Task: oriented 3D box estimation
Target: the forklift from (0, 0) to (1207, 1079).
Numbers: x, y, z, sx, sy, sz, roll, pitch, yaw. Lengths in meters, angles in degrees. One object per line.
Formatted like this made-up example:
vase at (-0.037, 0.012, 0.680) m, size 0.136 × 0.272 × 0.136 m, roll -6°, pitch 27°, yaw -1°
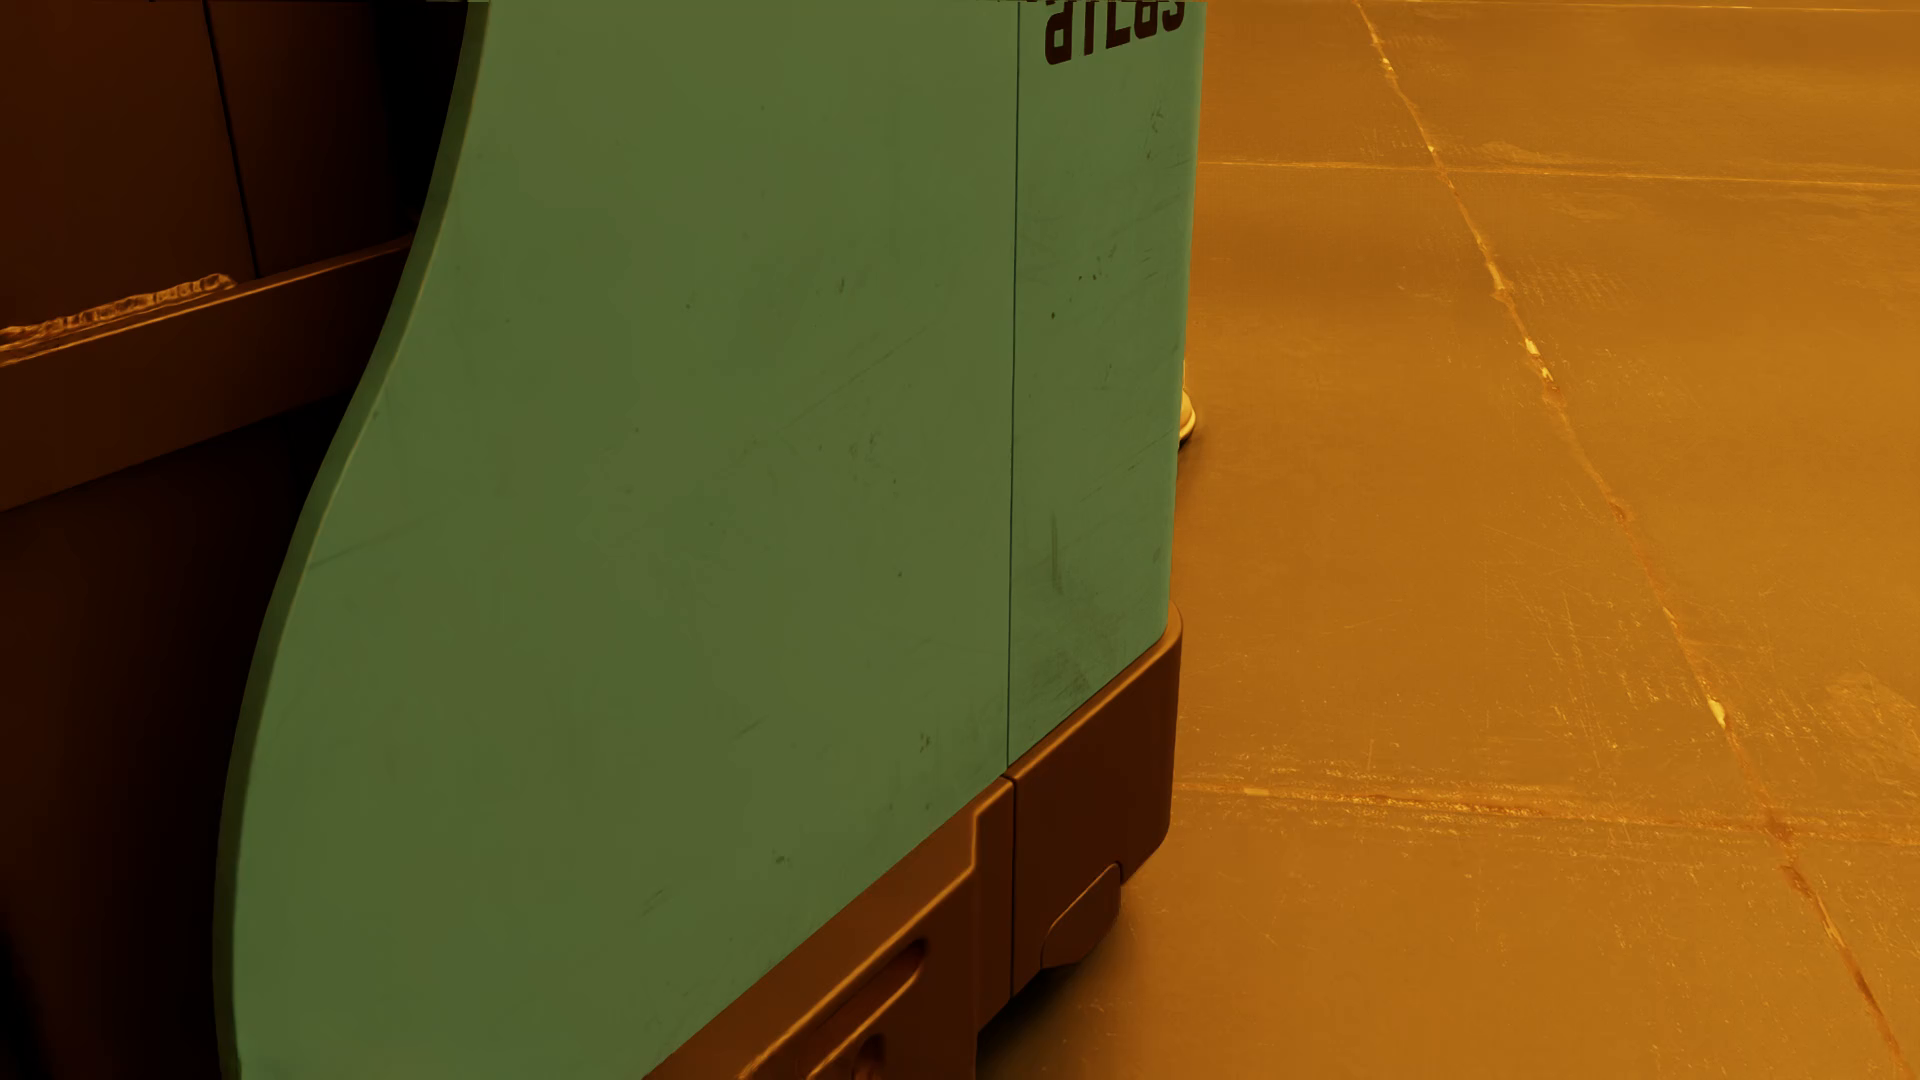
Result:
forklift at (-1.034, -0.549, 0.317) m, size 1.130 × 2.935 × 3.031 m, roll 17°, pitch 31°, yaw 31°

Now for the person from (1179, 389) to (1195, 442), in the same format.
person at (-0.005, -0.856, 2.554) m, size 0.784 × 1.469 × 0.716 m, roll 9°, pitch 28°, yaw 18°
